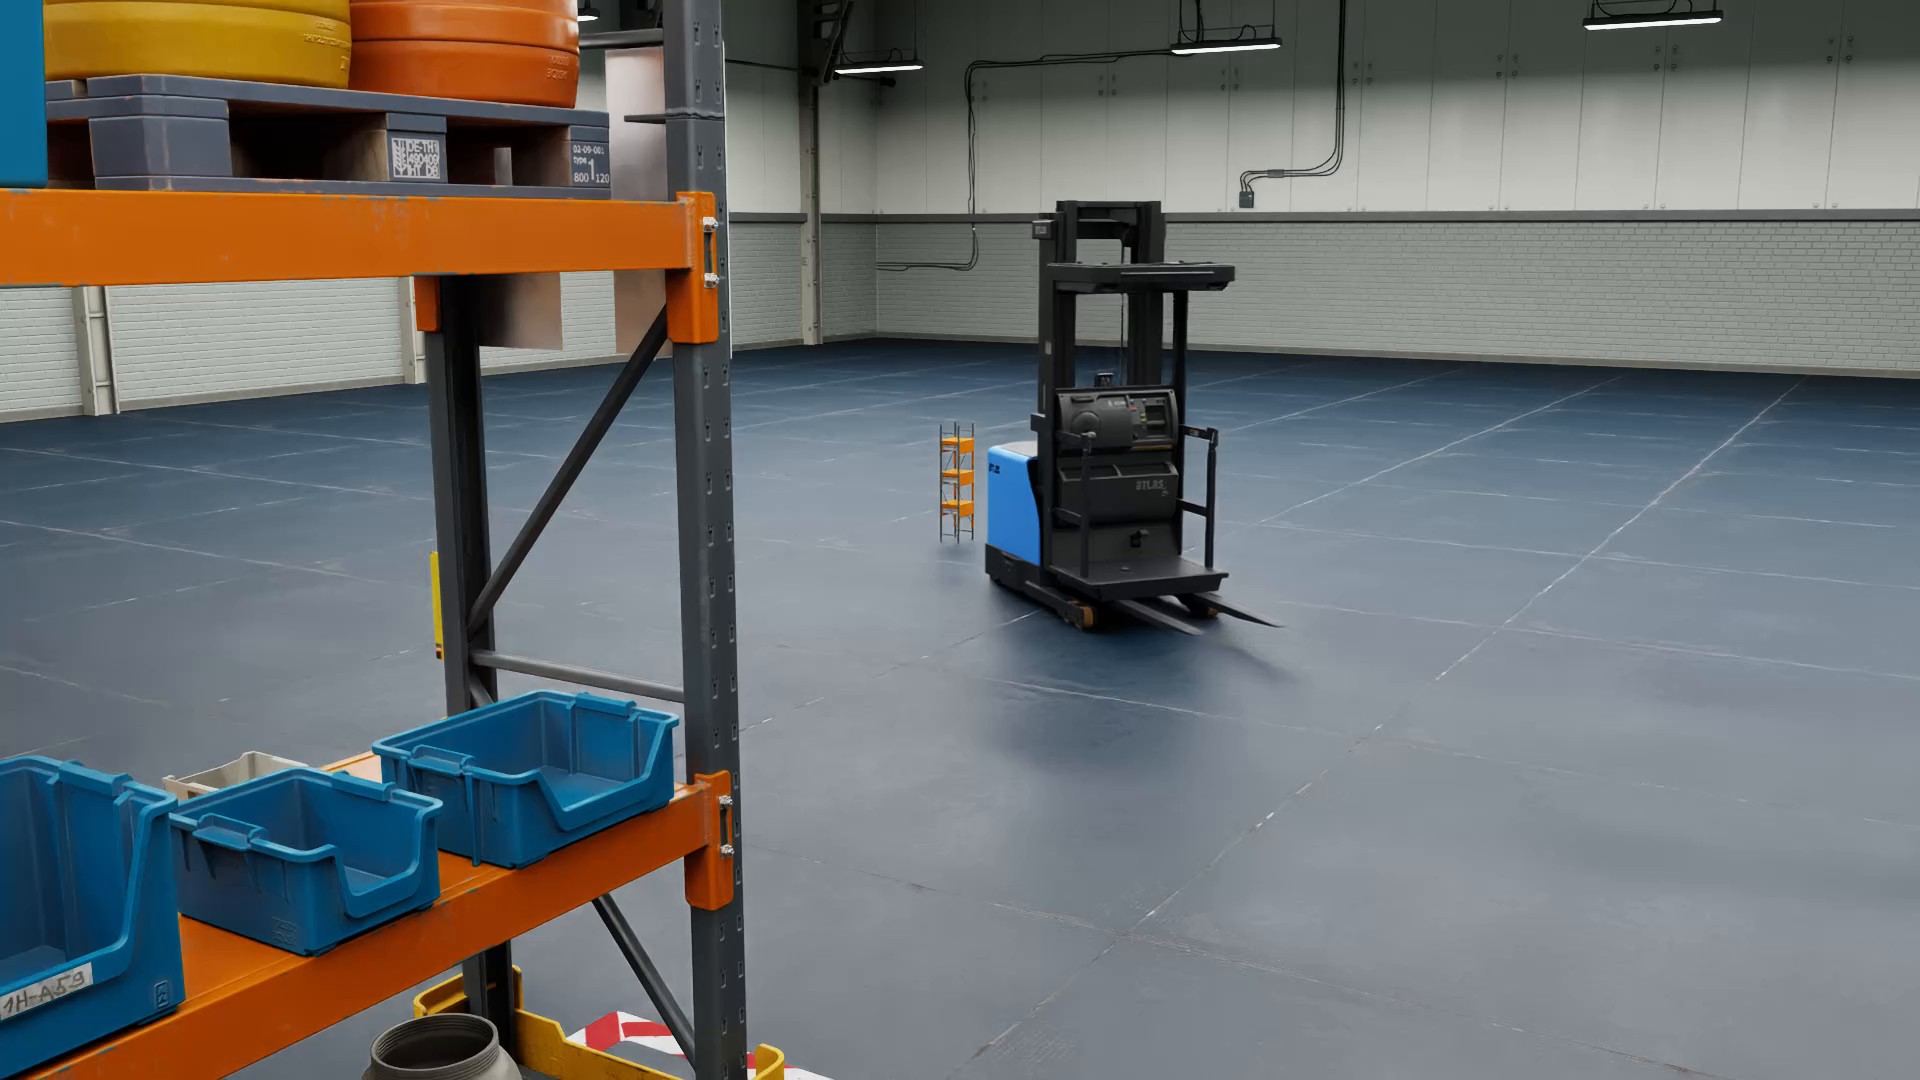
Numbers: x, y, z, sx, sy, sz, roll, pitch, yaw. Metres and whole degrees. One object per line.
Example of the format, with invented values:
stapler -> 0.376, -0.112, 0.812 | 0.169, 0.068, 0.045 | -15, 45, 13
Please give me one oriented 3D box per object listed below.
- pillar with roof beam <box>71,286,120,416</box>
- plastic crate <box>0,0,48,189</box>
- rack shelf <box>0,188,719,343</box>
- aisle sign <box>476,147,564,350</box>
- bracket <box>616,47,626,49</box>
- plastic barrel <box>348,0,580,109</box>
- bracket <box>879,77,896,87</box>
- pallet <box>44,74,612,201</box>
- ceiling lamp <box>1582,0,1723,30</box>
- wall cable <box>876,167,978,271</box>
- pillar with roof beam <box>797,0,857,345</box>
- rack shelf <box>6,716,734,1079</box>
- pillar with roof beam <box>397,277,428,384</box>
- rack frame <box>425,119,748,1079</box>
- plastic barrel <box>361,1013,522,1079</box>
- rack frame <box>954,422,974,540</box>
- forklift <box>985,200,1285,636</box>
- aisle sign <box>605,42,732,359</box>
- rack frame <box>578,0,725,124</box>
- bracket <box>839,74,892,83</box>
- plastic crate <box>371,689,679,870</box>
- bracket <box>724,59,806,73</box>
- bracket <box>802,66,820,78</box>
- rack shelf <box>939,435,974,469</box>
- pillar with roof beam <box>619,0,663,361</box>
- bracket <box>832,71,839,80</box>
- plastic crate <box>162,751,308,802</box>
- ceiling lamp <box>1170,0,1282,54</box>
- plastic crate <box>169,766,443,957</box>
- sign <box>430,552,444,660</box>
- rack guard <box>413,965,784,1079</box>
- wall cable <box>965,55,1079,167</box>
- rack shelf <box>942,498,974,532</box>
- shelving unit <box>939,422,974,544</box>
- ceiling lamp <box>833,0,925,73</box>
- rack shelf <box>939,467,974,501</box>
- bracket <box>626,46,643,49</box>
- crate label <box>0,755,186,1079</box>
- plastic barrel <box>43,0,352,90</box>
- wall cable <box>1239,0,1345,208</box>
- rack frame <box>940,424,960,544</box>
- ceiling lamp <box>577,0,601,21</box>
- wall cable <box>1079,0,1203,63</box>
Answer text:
pillar with roof beam -> -9.218, -5.907, 21.964 | 9.100, 9.000, 0.400 | 6, 12, 31
plastic crate -> -1.781, -0.749, 2.612 | 0.392, 0.384, 0.575 | 6, 12, 31
rack shelf -> -2.087, -0.418, 2.753 | 1.077, 0.370, 4.000 | 6, 12, 31
aisle sign -> -1.261, -0.929, 4.613 | 0.394, 0.787, 0.004 | 6, 12, 31
bracket -> -7.917, -9.470, 31.217 | 0.076, 0.066, 4.783 | 6, 12, 31
plastic barrel -> -1.192, -1.415, 3.815 | 0.600, 0.830, 0.708 | 6, 12, 31
bracket -> -1.803, -11.322, 41.110 | 0.235, 0.232, 0.430 | 6, 12, 31
pallet -> -1.562, -0.872, 3.739 | 1.003, 0.211, 1.213 | 6, 12, 31
ceiling lamp -> 10.851, -9.576, 25.701 | 2.000, 3.185, 0.800 | 6, 12, 31
wall cable -> -0.892, -7.959, 41.368 | 3.097, 2.526, 0.112 | 6, 12, 31
pillar with roof beam -> 0.127, -8.737, 37.085 | 9.100, 9.000, 0.548 | 6, 12, 31
rack shelf -> -2.087, 1.057, 3.029 | 1.077, 0.370, 4.000 | 6, 12, 31
pillar with roof beam -> -6.103, -6.850, 27.005 | 9.100, 9.000, 0.548 | 6, 12, 31
rack frame -> -1.048, 0.388, 4.643 | 1.000, 3.000, 0.127 | 6, 12, 31
plastic barrel -> -1.325, 1.516, 4.241 | 0.421, 0.512, 0.421 | 0, 11, 0
rack frame -> 0.036, -0.527, 14.830 | 0.200, 1.050, 0.008 | 6, 12, 31
forklift -> 1.219, -0.905, 11.738 | 1.130, 2.935, 3.031 | -4, 11, -22
aisle sign -> -0.757, -0.872, 4.312 | 0.394, 0.787, 0.004 | 6, 12, 31
rack frame -> -1.048, -2.560, 4.091 | 1.000, 3.000, 0.127 | 6, 12, 31
bracket -> -2.109, -11.229, 40.613 | 0.076, 0.066, 3.189 | 6, 12, 31
plastic crate -> -1.053, 0.569, 4.083 | 0.499, 0.251, 0.616 | 6, 12, 31
bracket -> -4.802, -10.414, 36.257 | 0.076, 0.066, 4.783 | 6, 12, 31
bracket -> -3.464, -10.819, 38.421 | 0.235, 0.232, 0.430 | 6, 12, 31
rack shelf -> -0.028, -0.776, 14.677 | 0.215, 0.259, 0.240 | 6, 12, 31
pillar with roof beam -> -2.988, -7.794, 32.045 | 9.100, 9.000, 0.548 | 6, 12, 31
bracket -> -3.033, -10.949, 39.119 | 0.235, 0.232, 0.430 | 6, 12, 31
plastic crate -> -1.788, 0.628, 4.079 | 0.298, 0.136, 0.250 | 6, 12, 31
ceiling lamp -> 4.817, -10.250, 29.304 | 2.000, 3.185, 0.800 | 6, 12, 31
plastic crate -> -1.395, 0.670, 3.541 | 0.499, 0.251, 0.408 | 6, 12, 31
sign -> -1.516, 0.199, 4.902 | 0.100, 0.325, 0.005 | 6, 12, 31
rack guard -> -1.048, 1.633, 4.785 | 1.175, 0.500, 0.348 | 6, 12, 31
wall cable -> 1.420, -10.183, 39.523 | 3.097, 2.526, 0.112 | 6, 12, 31
rack shelf -> -0.028, -0.224, 14.780 | 0.215, 0.259, 0.240 | 6, 12, 31
shelving unit -> -0.028, -0.508, 14.727 | 0.215, 1.050, 0.252 | 6, 12, 31
ceiling lamp -> -1.499, -10.956, 33.075 | 2.000, 3.185, 0.800 | 6, 12, 31
rack shelf -> -0.028, -0.497, 14.729 | 0.215, 0.259, 0.240 | 6, 12, 31
bracket -> -6.579, -9.875, 33.381 | 0.235, 0.232, 0.430 | 6, 12, 31
crate label -> -1.773, 0.686, 2.955 | 0.502, 0.435, 0.616 | 6, 12, 31
plastic barrel -> -1.532, -1.194, 3.288 | 0.600, 0.588, 0.600 | 0, 11, 0
wall cable -> 7.213, -10.248, 35.912 | 2.305, 6.003, 0.169 | 6, 12, 31
rack frame -> -0.091, -0.488, 14.625 | 0.200, 1.050, 0.008 | 6, 12, 31
ceiling lamp -> -6.229, -9.524, 25.422 | 2.000, 3.185, 0.800 | 6, 12, 31
wall cable -> 4.065, -12.123, 37.525 | 3.097, 2.526, 0.112 | 6, 12, 31
